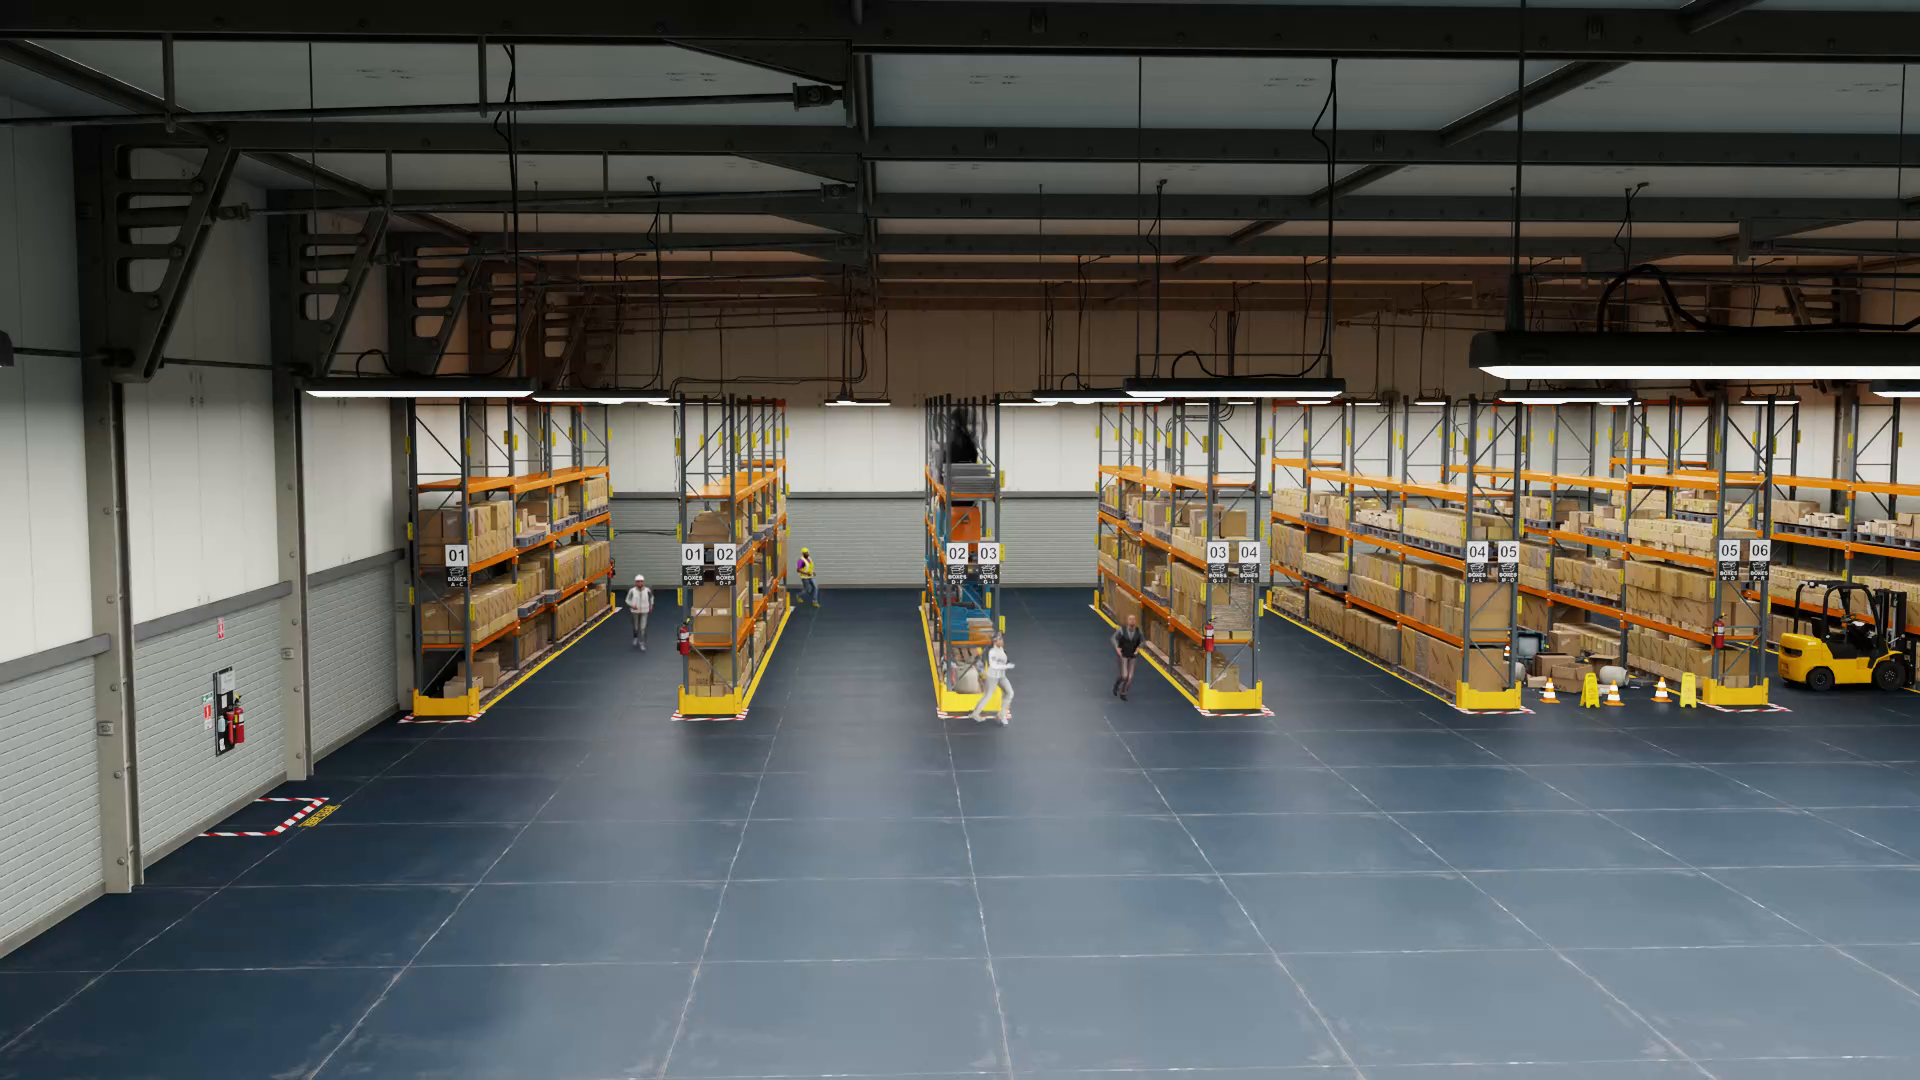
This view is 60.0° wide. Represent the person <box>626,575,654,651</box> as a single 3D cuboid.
[{"bbox_3d":[-7.613,1.720,39.610,0.683,1.775,0.794,-1,5,-16],"label":"person"}]

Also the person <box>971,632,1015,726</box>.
[{"bbox_3d":[0.642,2.508,30.070,0.857,1.726,0.619,3,5,32],"label":"person"}]

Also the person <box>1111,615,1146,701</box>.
[{"bbox_3d":[3.324,2.313,32.678,0.677,1.698,0.566,-1,5,-9],"label":"person"}]

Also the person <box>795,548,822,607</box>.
[{"bbox_3d":[-4.453,1.086,47.959,0.829,1.746,0.744,3,5,30],"label":"person"}]
